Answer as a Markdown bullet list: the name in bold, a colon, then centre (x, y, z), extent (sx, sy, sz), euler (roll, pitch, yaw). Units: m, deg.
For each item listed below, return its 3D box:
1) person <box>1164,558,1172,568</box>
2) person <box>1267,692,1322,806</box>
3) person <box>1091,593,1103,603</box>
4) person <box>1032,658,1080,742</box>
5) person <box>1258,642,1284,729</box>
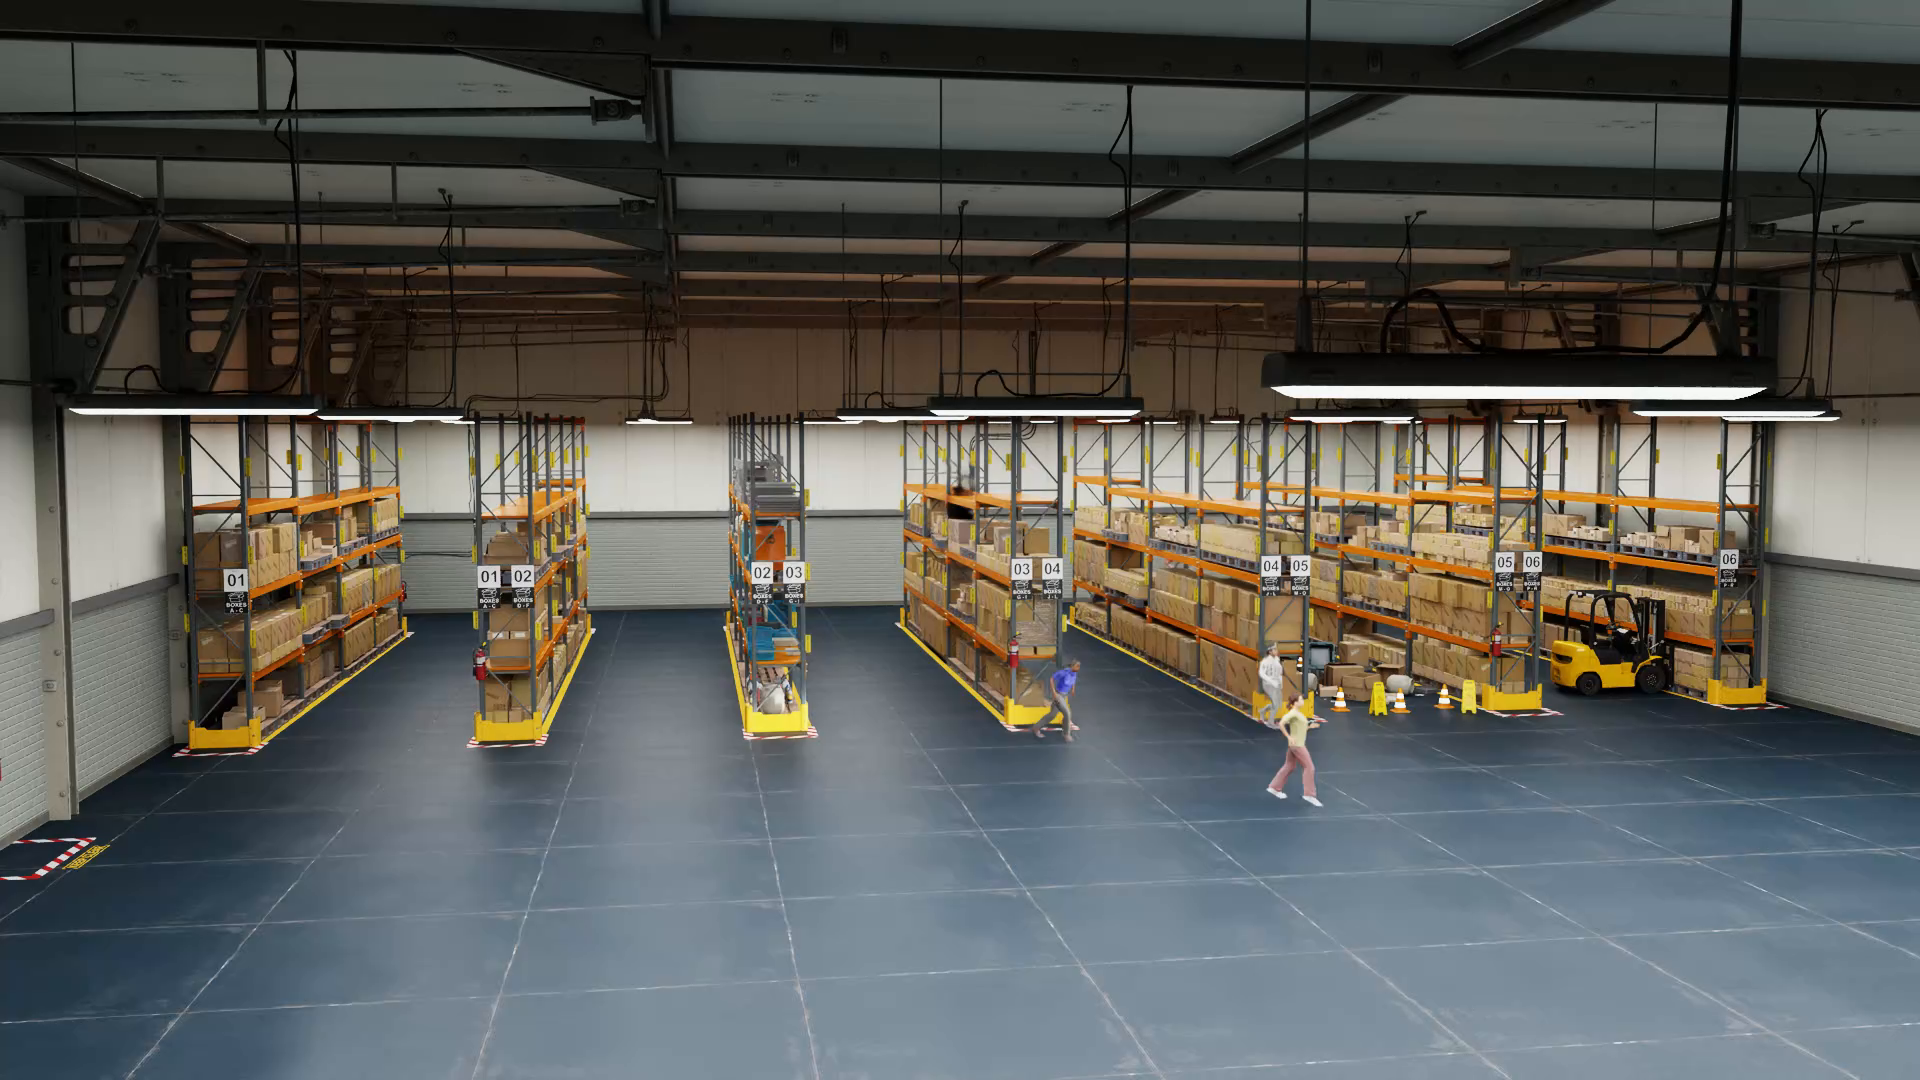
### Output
- **person**: centre (6.284, 1.399, 50.398), extent (0.799, 1.845, 0.651), euler (-1, 4, -9)
- **person**: centre (5.085, 3.158, 25.230), extent (0.830, 1.715, 0.552), euler (1, 4, 11)
- **person**: centre (4.161, 1.506, 49.956), extent (0.846, 1.661, 0.704), euler (2, 4, 24)
- **person**: centre (1.778, 2.917, 30.460), extent (0.937, 1.564, 0.589), euler (3, 5, 35)
- **person**: centre (5.897, 2.748, 31.556), extent (0.647, 1.647, 0.540), euler (-4, 5, -44)
